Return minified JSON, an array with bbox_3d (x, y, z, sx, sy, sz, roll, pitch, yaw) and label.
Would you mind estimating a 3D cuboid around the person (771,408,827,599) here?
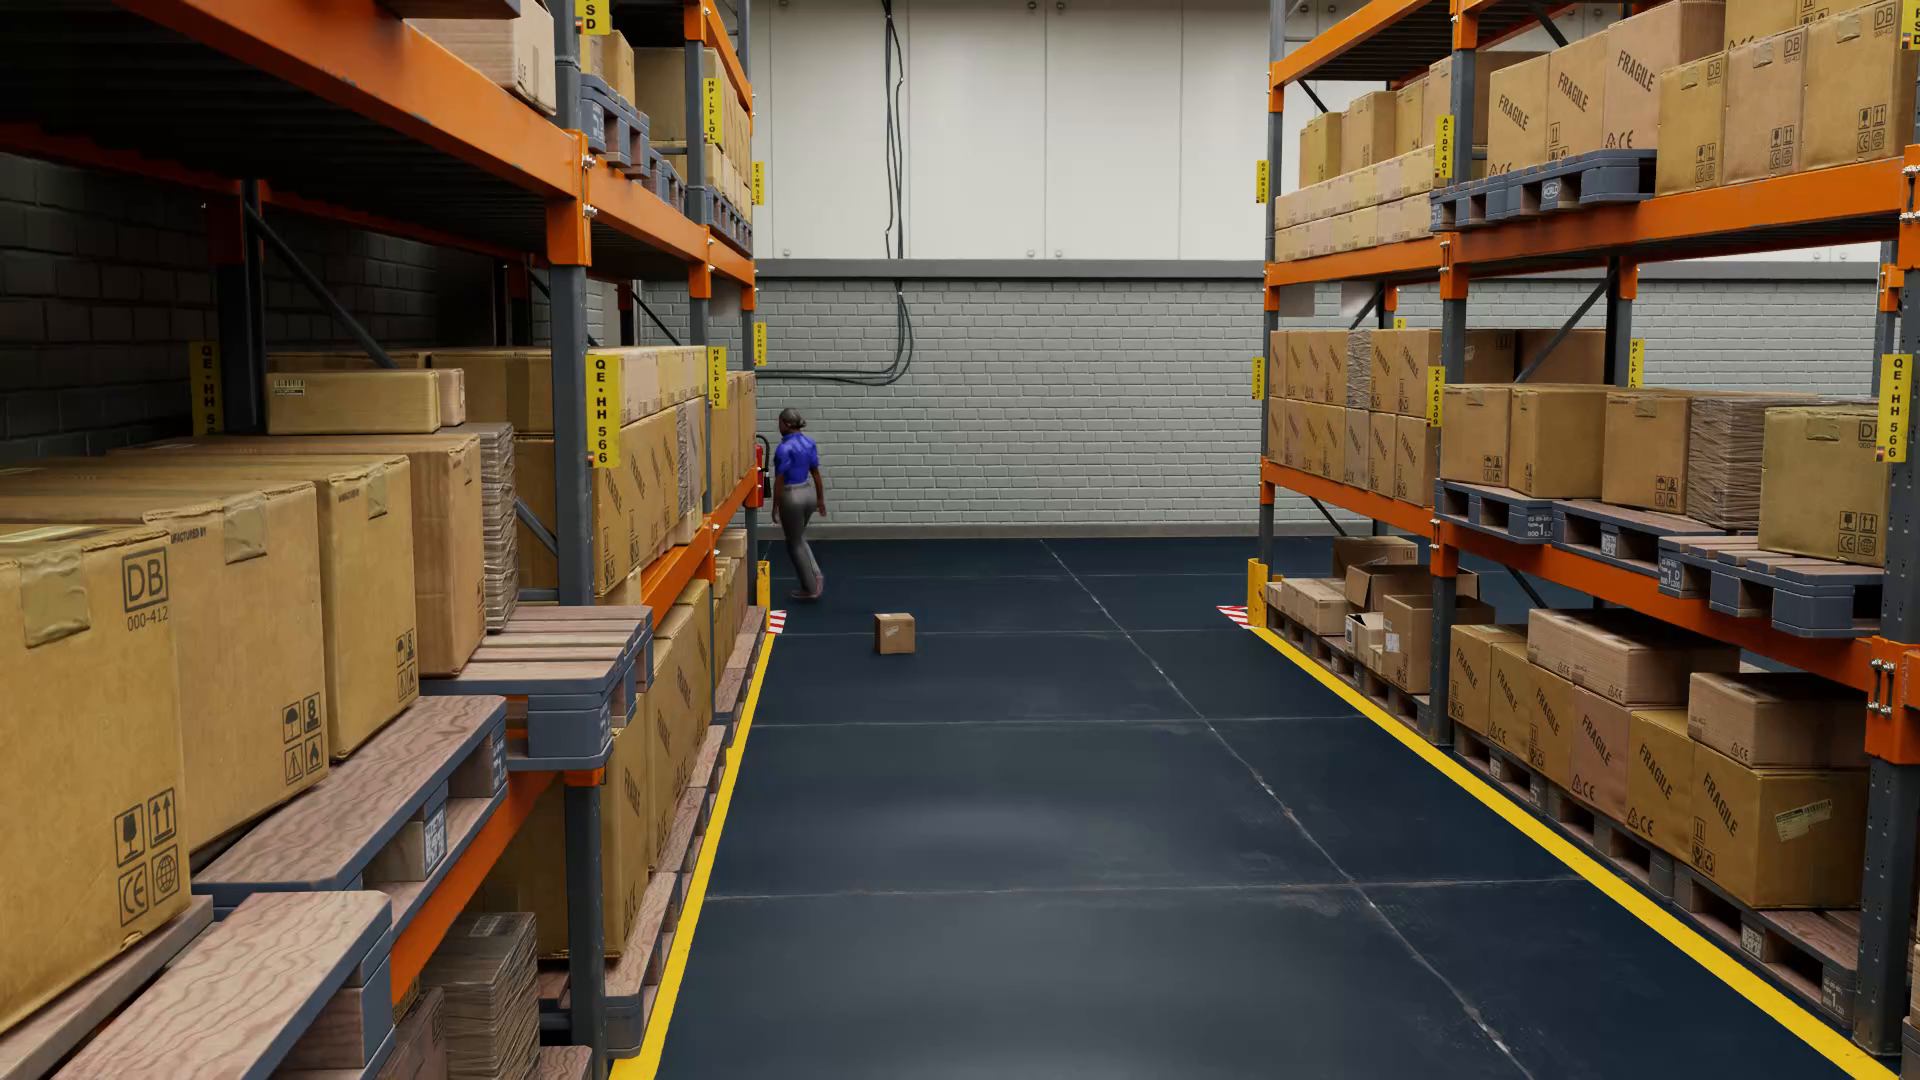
[{"bbox_3d":[-1.420,-0.295,14.157,0.421,1.674,0.552,5,8,34],"label":"person"}]
